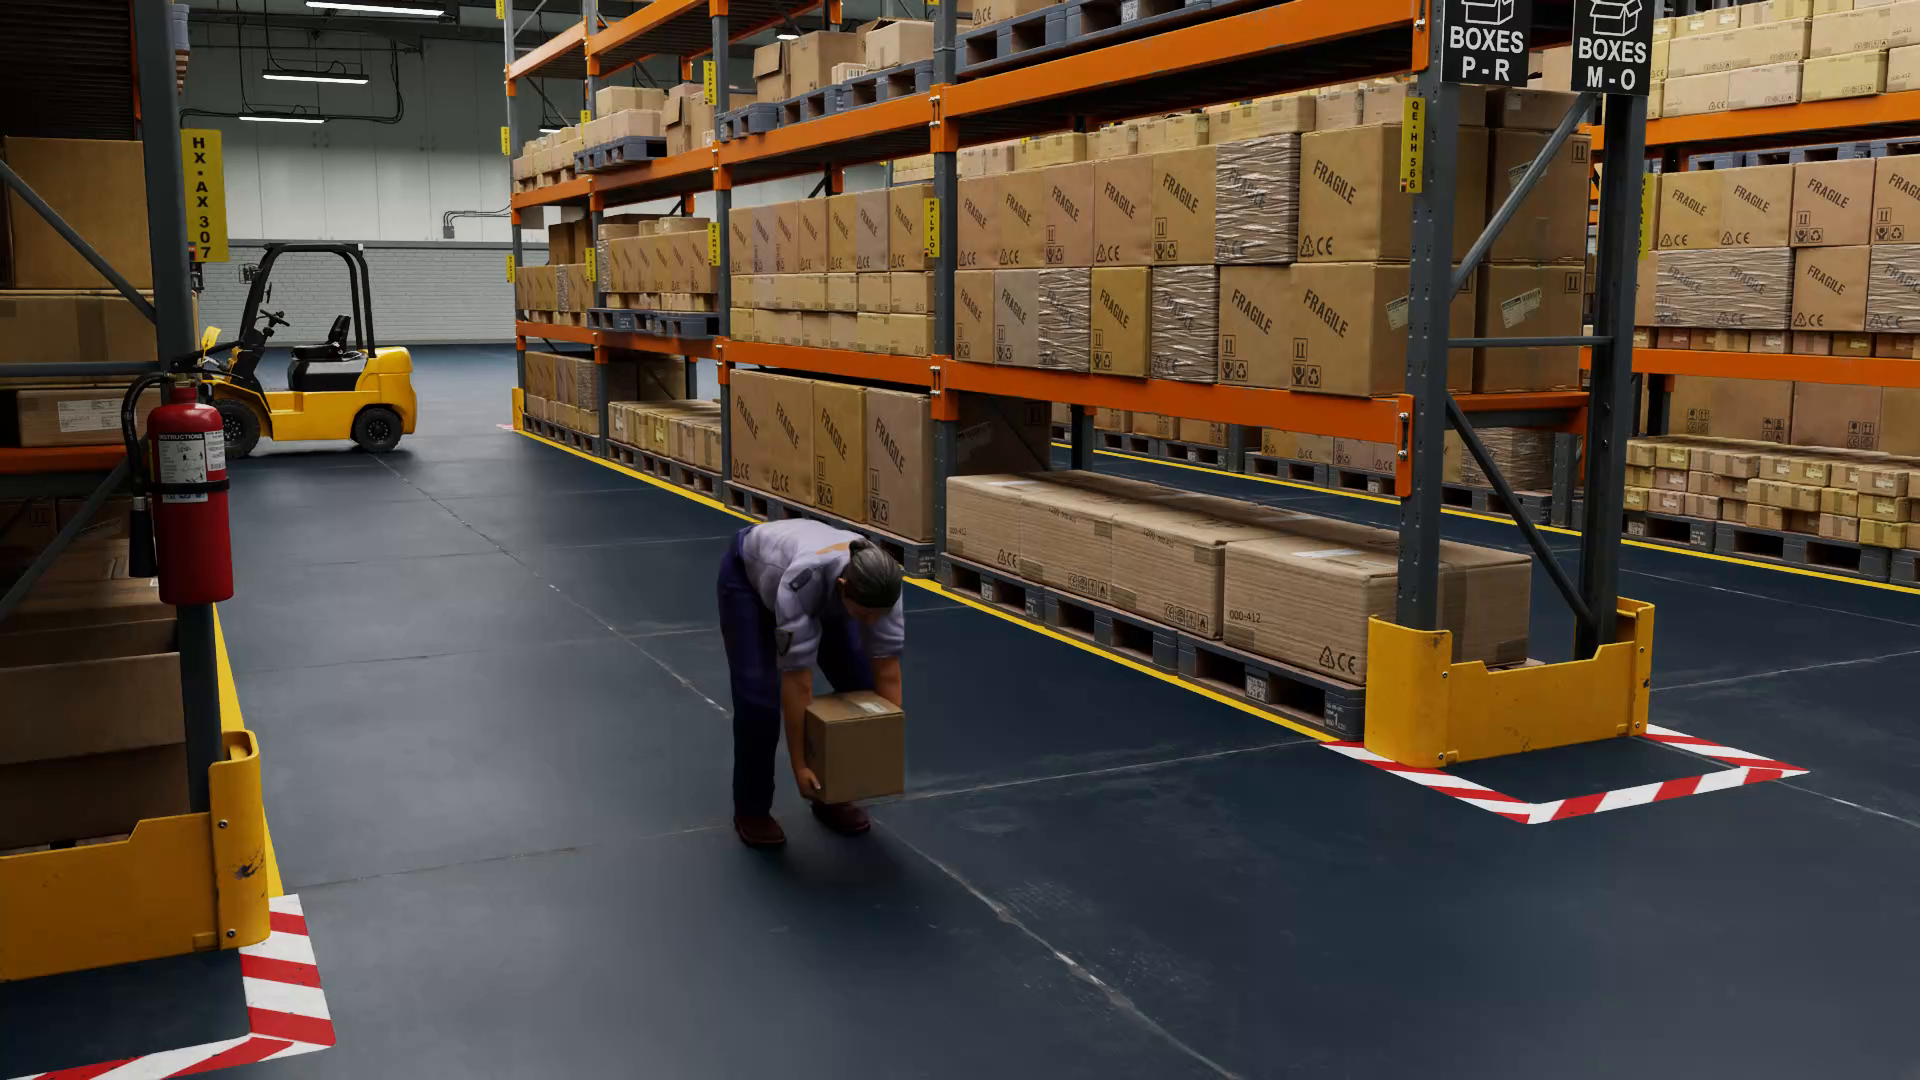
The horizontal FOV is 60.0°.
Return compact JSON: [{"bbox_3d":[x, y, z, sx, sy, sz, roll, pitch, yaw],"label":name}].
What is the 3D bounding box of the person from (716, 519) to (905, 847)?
[{"bbox_3d":[-0.420,0.455,5.060,0.482,1.004,0.910,-5,10,-28],"label":"person"}]
